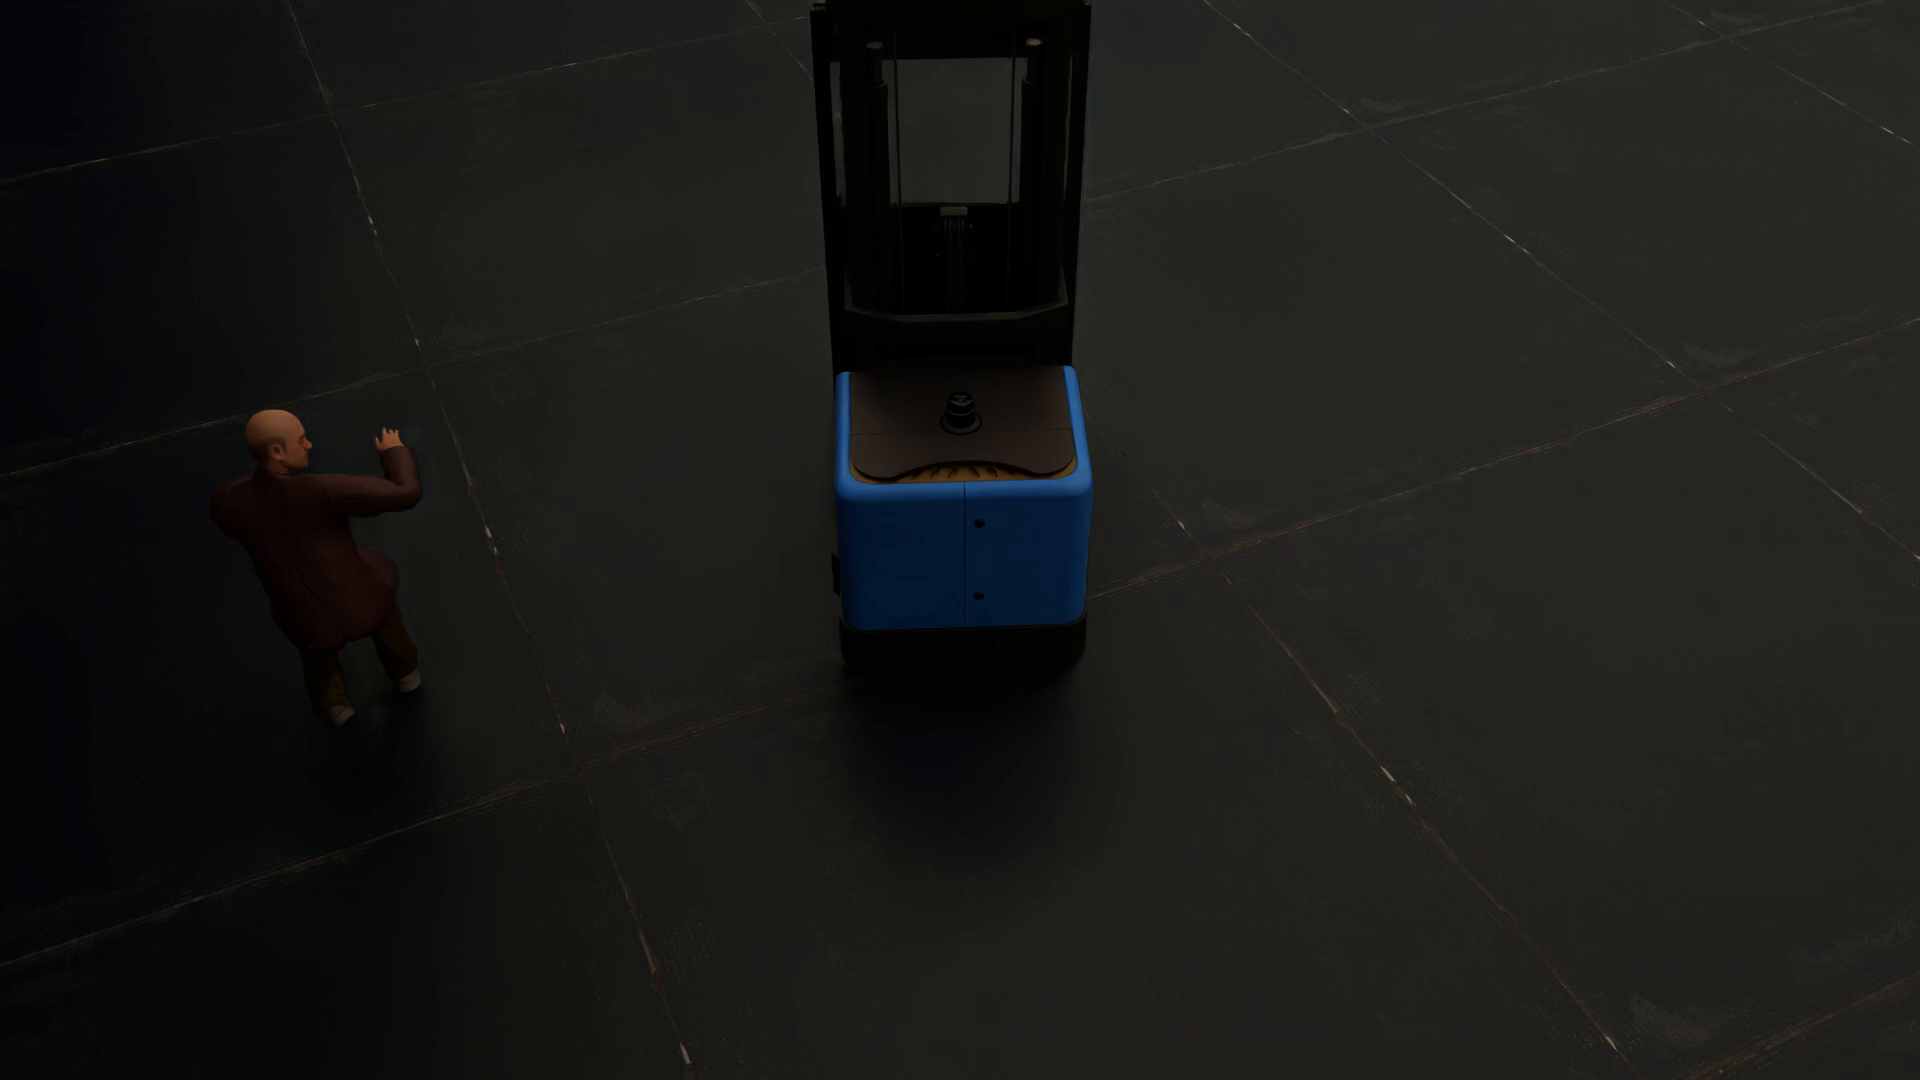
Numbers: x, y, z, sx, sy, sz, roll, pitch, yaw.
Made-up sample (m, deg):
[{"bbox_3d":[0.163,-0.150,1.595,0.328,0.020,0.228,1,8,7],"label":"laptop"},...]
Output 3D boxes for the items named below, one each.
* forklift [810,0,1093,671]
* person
[{"bbox_3d":[-0.049,-1.501,7.288,1.130,2.935,3.031,-2,43,-2],"label":"forklift"},{"bbox_3d":[-2.530,0.026,6.727,0.844,1.506,0.992,-11,44,-12],"label":"person"}]
